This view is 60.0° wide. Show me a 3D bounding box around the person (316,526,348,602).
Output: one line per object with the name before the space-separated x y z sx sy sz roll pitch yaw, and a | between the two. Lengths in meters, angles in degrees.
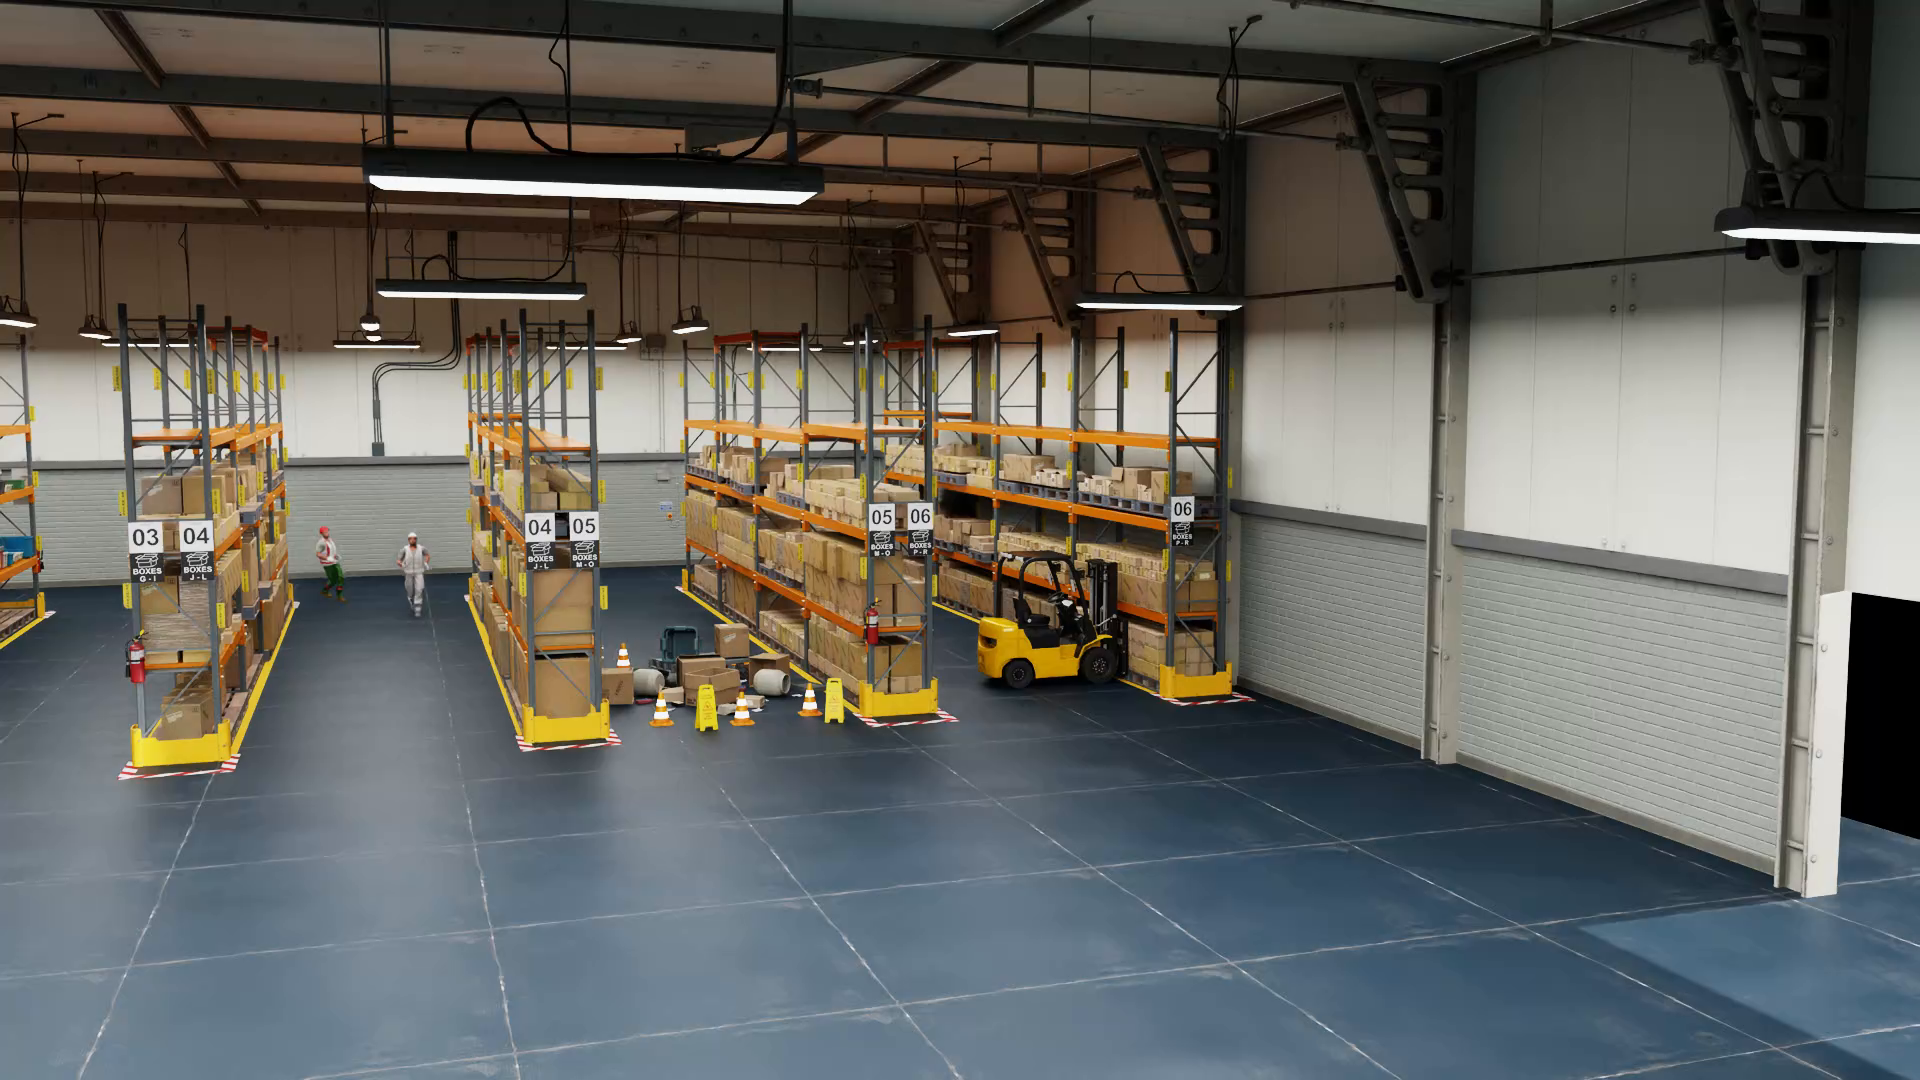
person | -14.347 0.556 37.768 0.729 1.754 0.677 2 6 18

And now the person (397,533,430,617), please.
person | -11.671 0.727 35.534 0.671 1.776 0.992 -2 6 -19
